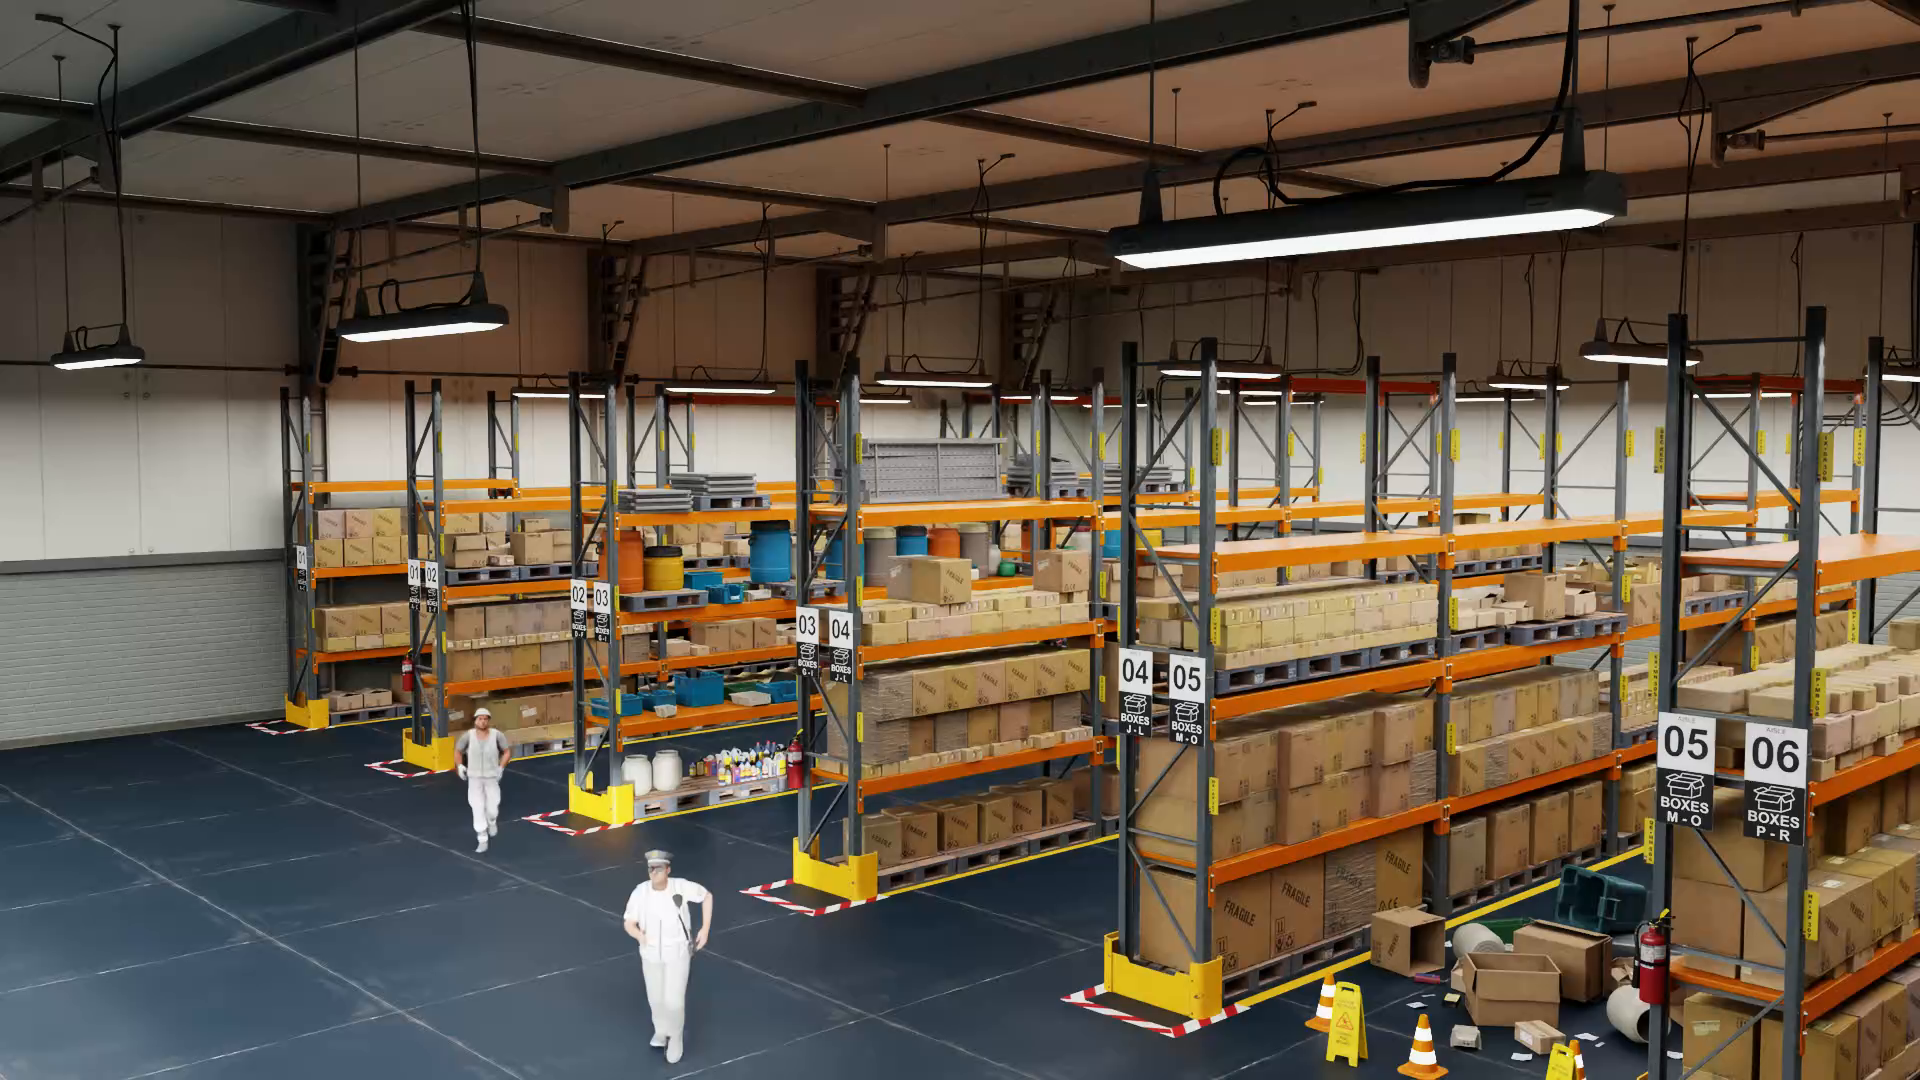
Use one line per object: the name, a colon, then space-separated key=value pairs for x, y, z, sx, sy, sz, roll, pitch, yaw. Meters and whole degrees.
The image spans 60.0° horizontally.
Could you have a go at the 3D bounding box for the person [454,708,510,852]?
person: x=-5.975 y=2.966 z=20.808 sx=0.684 sy=1.762 sz=0.646 roll=-1 pitch=4 yaw=-14

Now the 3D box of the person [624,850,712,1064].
person: x=-2.412 y=3.409 z=13.676 sx=0.677 sy=1.766 sz=0.872 roll=0 pitch=4 yaw=3
